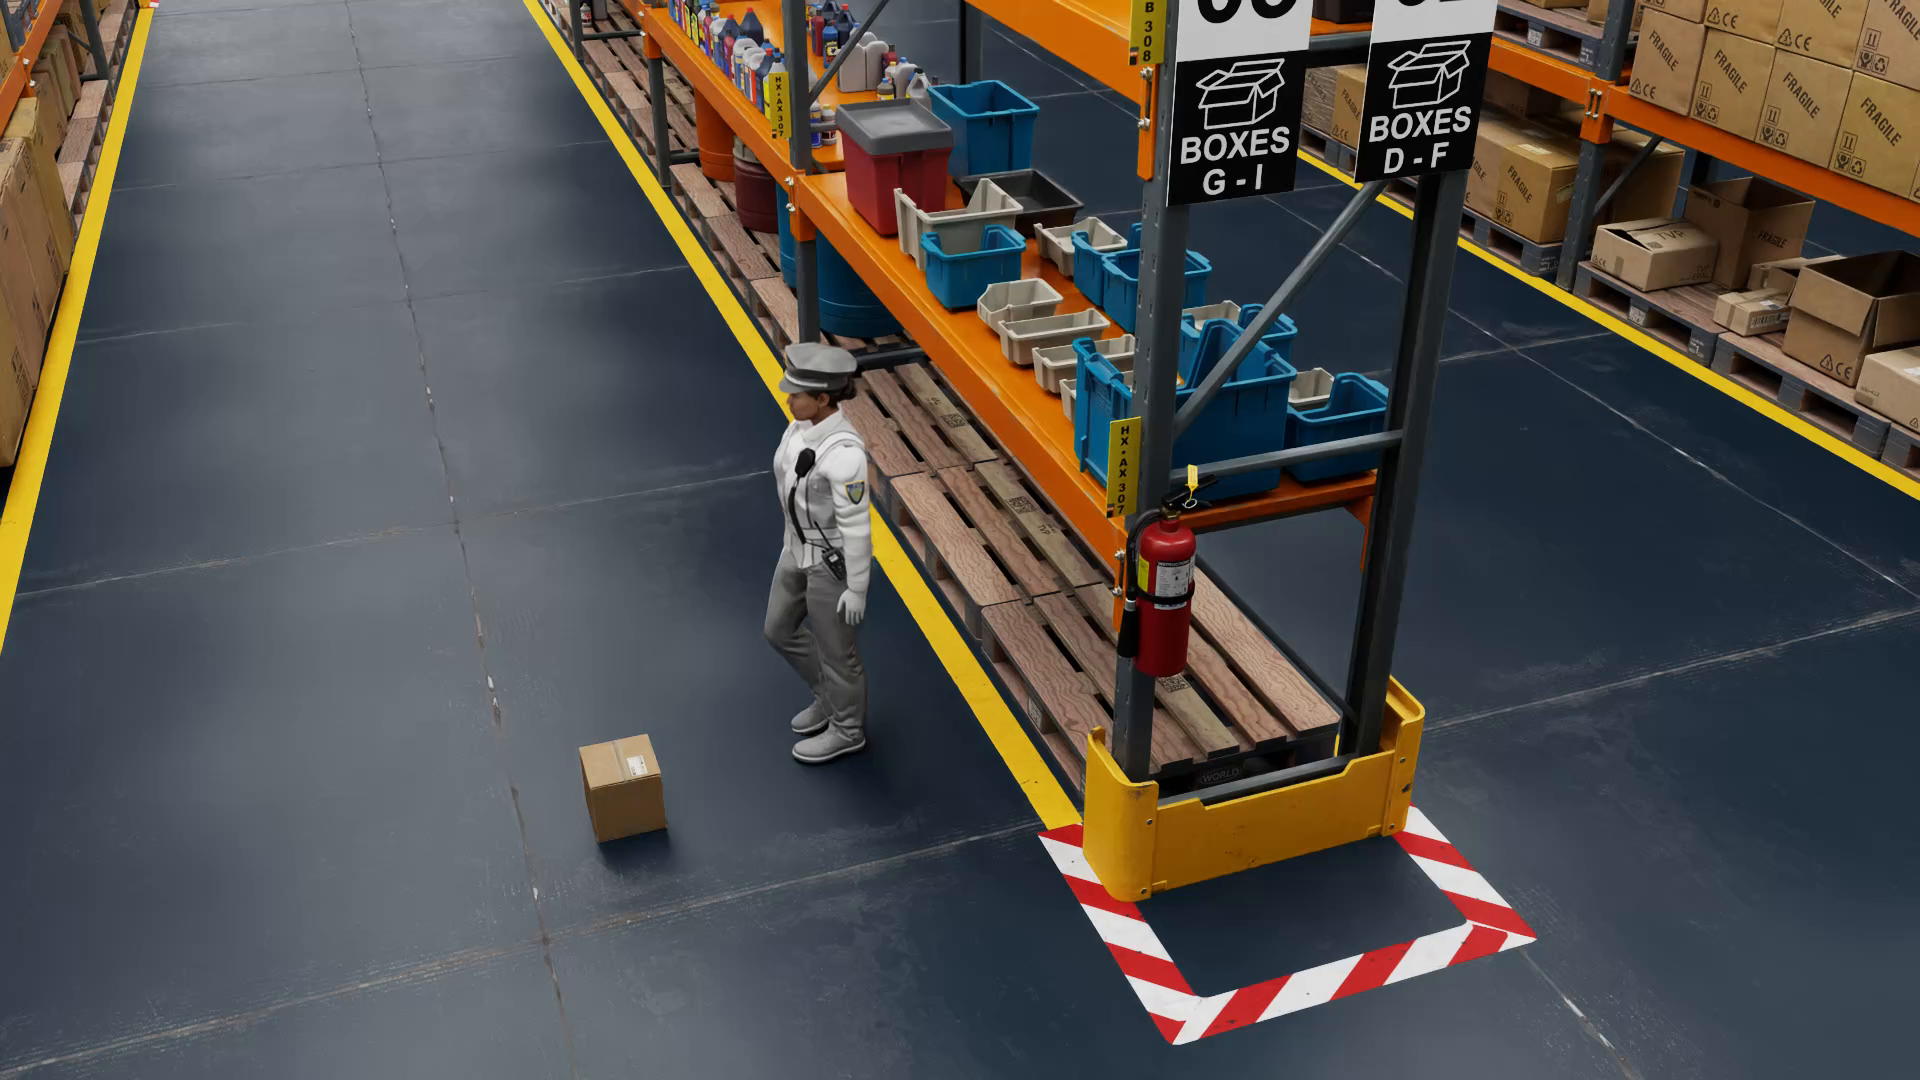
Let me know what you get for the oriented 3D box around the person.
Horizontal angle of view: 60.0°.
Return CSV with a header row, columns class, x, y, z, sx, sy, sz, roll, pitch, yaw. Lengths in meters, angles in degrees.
class,x,y,z,sx,sy,sz,roll,pitch,yaw
person,-0.506,0.089,5.964,0.375,1.689,0.505,-12,32,-20
